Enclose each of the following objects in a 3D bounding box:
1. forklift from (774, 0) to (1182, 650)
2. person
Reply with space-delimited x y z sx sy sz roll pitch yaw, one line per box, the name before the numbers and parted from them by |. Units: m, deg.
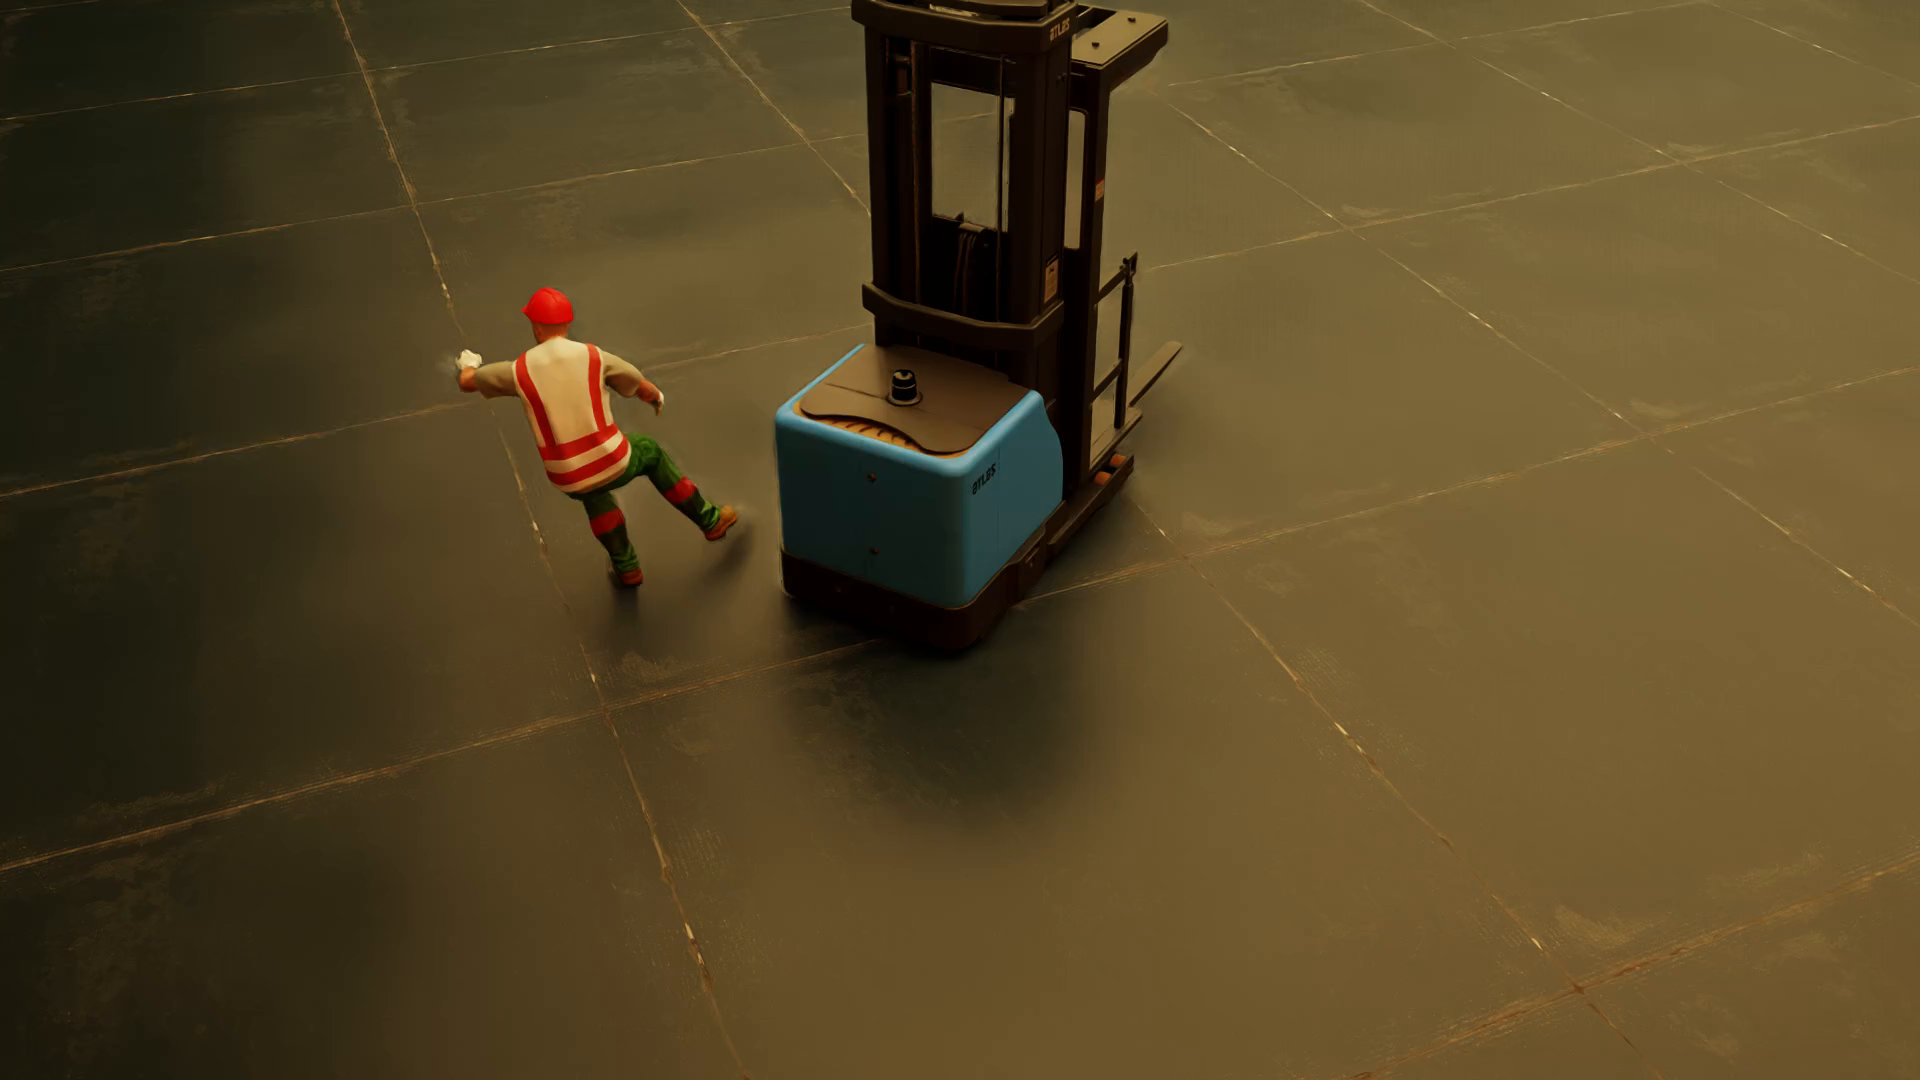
forklift | 0.288 -1.513 8.226 1.130 2.935 3.031 18 39 23
person | -1.741 -0.560 8.069 1.224 1.507 0.905 -12 37 -17
